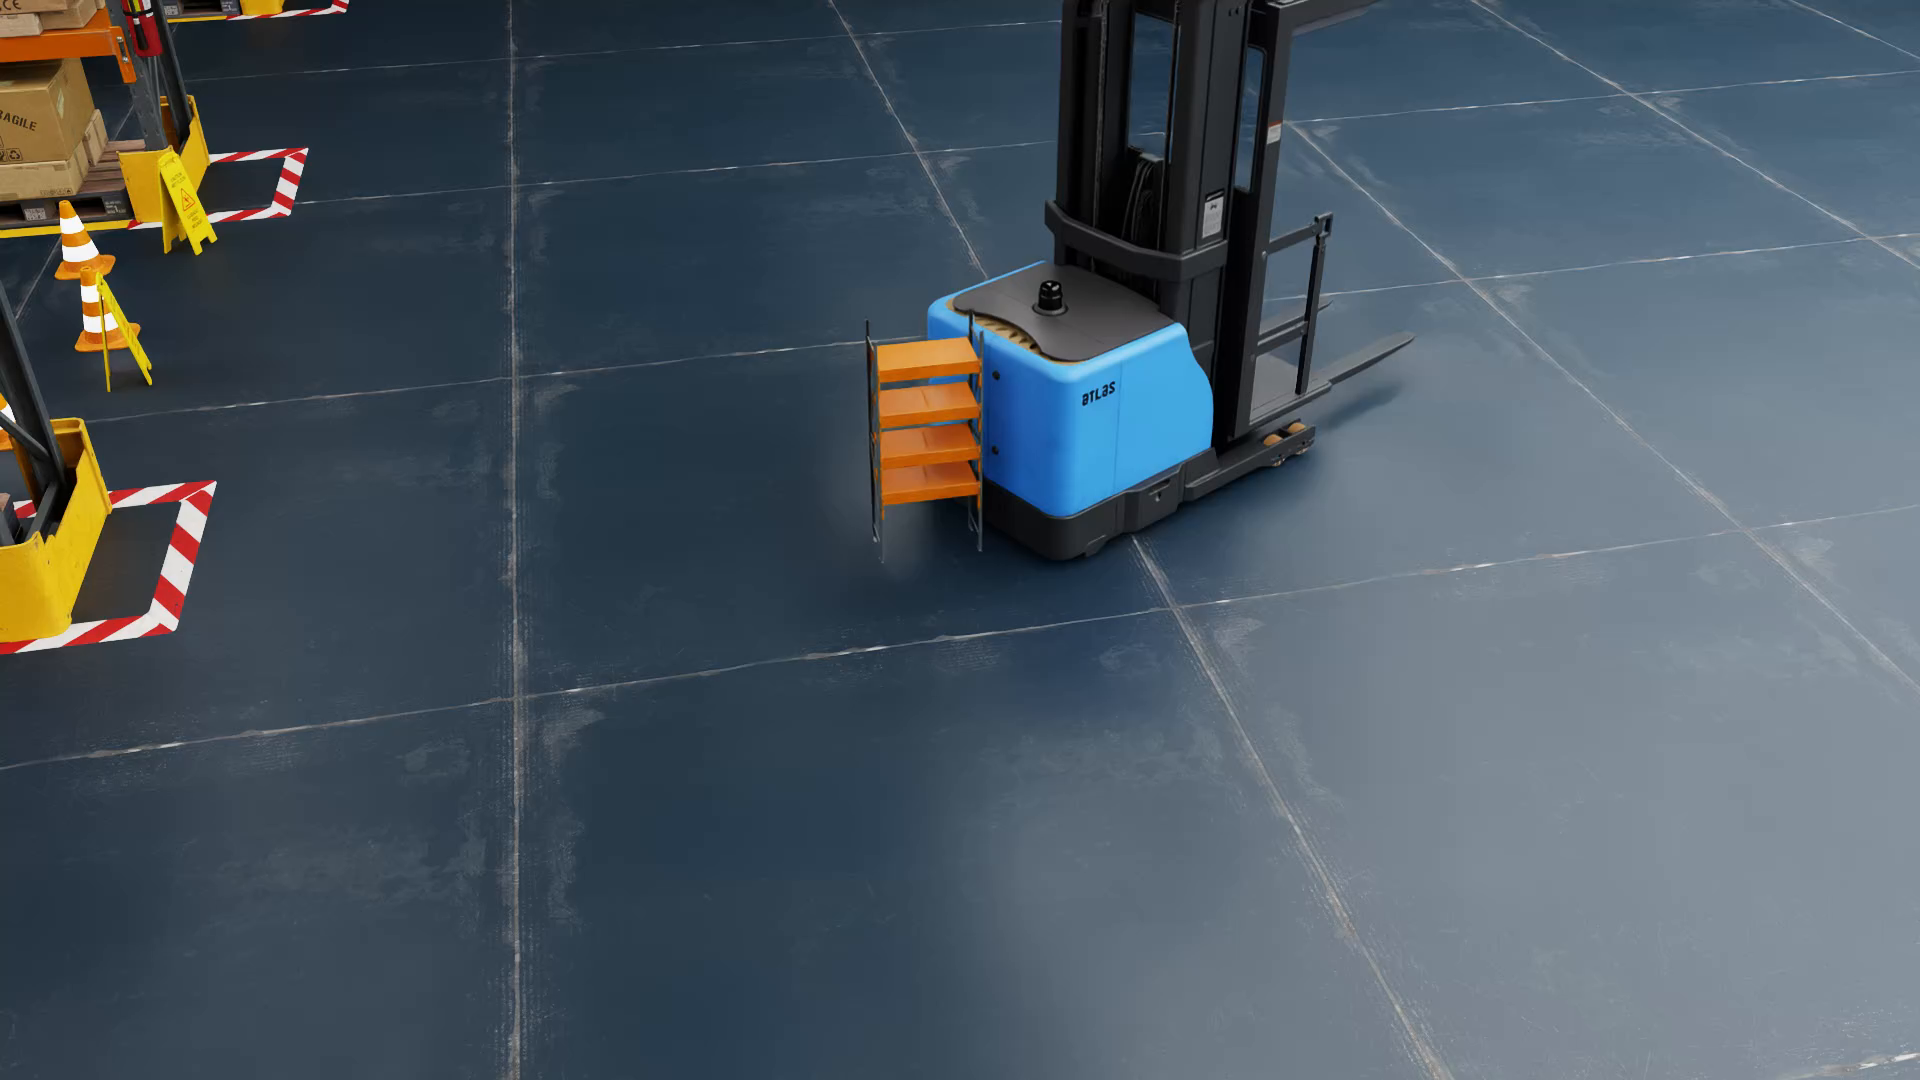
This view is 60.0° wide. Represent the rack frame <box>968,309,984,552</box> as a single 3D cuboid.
[{"bbox_3d":[0.074,-0.506,7.928,0.015,1.200,0.240,-7,35,-10],"label":"rack frame"}]

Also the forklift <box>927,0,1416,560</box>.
[{"bbox_3d":[1.274,-1.806,8.312,3.031,2.935,1.130,-26,42,-33],"label":"forklift"}]

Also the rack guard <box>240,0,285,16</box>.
[{"bbox_3d":[-6.673,-5.443,15.912,0.348,0.500,1.175,-7,35,-11],"label":"rack guard"}]

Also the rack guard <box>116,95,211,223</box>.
[{"bbox_3d":[-5.672,-2.733,11.874,0.348,0.500,1.175,-7,35,-11],"label":"rack guard"}]

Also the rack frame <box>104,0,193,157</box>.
[{"bbox_3d":[-5.598,-3.781,11.192,0.127,3.000,1.000,-7,35,-11],"label":"rack frame"}]

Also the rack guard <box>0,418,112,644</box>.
[{"bbox_3d":[-4.384,-0.068,7.902,0.348,0.500,1.175,-7,35,-11],"label":"rack guard"}]

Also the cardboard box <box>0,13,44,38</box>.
[{"bbox_3d":[-6.138,-3.423,10.884,0.250,0.149,0.380,-8,35,-11],"label":"cardboard box"}]

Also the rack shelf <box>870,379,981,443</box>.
[{"bbox_3d":[-0.164,-0.606,7.796,0.480,0.148,0.258,-7,35,-10],"label":"rack shelf"}]

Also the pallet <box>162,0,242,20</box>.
[{"bbox_3d":[-7.433,-5.203,15.814,1.213,0.211,1.003,-7,35,-11],"label":"pallet"}]

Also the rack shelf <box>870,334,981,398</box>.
[{"bbox_3d":[-0.164,-0.803,7.664,0.480,0.148,0.258,-7,35,-10],"label":"rack shelf"}]

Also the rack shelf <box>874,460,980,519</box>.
[{"bbox_3d":[-0.164,-0.256,8.031,0.480,0.148,0.258,-7,35,-10],"label":"rack shelf"}]

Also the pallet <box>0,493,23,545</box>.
[{"bbox_3d":[-5.170,0.196,7.769,1.213,0.211,1.003,-7,35,-11],"label":"pallet"}]

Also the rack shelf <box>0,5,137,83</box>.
[{"bbox_3d":[-7.548,-3.236,11.026,4.000,0.370,1.077,-7,35,-11],"label":"rack shelf"}]

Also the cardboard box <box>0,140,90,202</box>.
[{"bbox_3d":[-6.350,-2.565,11.471,0.500,0.250,0.500,-7,35,-11],"label":"cardboard box"}]

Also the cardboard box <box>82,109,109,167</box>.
[{"bbox_3d":[-6.446,-2.864,11.917,0.500,0.250,0.500,-7,35,-11],"label":"cardboard box"}]

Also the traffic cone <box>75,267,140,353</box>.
[{"bbox_3d":[-5.156,-1.412,9.938,0.334,0.463,0.336,-7,35,-11],"label":"traffic cone"}]

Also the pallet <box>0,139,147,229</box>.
[{"bbox_3d":[-6.472,-2.533,11.835,1.213,0.211,1.003,-7,35,-11],"label":"pallet"}]

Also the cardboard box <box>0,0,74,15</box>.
[{"bbox_3d":[-6.066,-3.729,10.759,0.500,0.500,0.500,-8,35,-11],"label":"cardboard box"}]

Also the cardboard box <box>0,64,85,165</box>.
[{"bbox_3d":[-6.322,-2.884,11.274,0.500,0.500,0.500,-7,34,-10],"label":"cardboard box"}]

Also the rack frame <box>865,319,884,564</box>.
[{"bbox_3d":[-0.402,-0.447,7.839,0.015,1.200,0.240,-7,35,-10],"label":"rack frame"}]

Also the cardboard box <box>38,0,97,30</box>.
[{"bbox_3d":[-5.915,-3.514,11.020,0.250,0.149,0.380,-6,34,-9],"label":"cardboard box"}]

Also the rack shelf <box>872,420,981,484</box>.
[{"bbox_3d":[-0.164,-0.421,7.921,0.480,0.148,0.258,-7,35,-10],"label":"rack shelf"}]

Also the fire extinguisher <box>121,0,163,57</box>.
[{"bbox_3d":[-5.384,-3.512,10.861,0.183,0.674,0.296,-7,35,-11],"label":"fire extinguisher"}]

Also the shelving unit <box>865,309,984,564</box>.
[{"bbox_3d":[-0.164,-0.477,7.883,0.503,1.200,0.258,-7,35,-10],"label":"shelving unit"}]

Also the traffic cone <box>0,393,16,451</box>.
[{"bbox_3d":[-5.238,-0.756,8.961,0.334,0.463,0.336,-7,35,-11],"label":"traffic cone"}]

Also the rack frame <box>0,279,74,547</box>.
[{"bbox_3d":[-4.407,-1.103,7.201,0.127,3.000,1.000,-7,35,-11],"label":"rack frame"}]

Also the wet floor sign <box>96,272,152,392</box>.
[{"bbox_3d":[-4.816,-1.205,9.466,0.232,0.644,0.267,-13,36,-19],"label":"wet floor sign"}]

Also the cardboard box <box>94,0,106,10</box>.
[{"bbox_3d":[-5.975,-3.747,11.367,0.250,0.149,0.380,-7,35,-10],"label":"cardboard box"}]

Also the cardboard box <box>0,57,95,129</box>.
[{"bbox_3d":[-6.469,-3.173,11.703,0.500,0.500,0.500,-8,35,-12],"label":"cardboard box"}]

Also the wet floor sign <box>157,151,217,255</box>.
[{"bbox_3d":[-5.176,-2.245,11.016,0.232,0.644,0.267,4,34,6],"label":"wet floor sign"}]

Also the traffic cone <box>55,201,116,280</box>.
[{"bbox_3d":[-5.733,-1.973,10.775,0.334,0.463,0.336,-7,35,-11],"label":"traffic cone"}]
